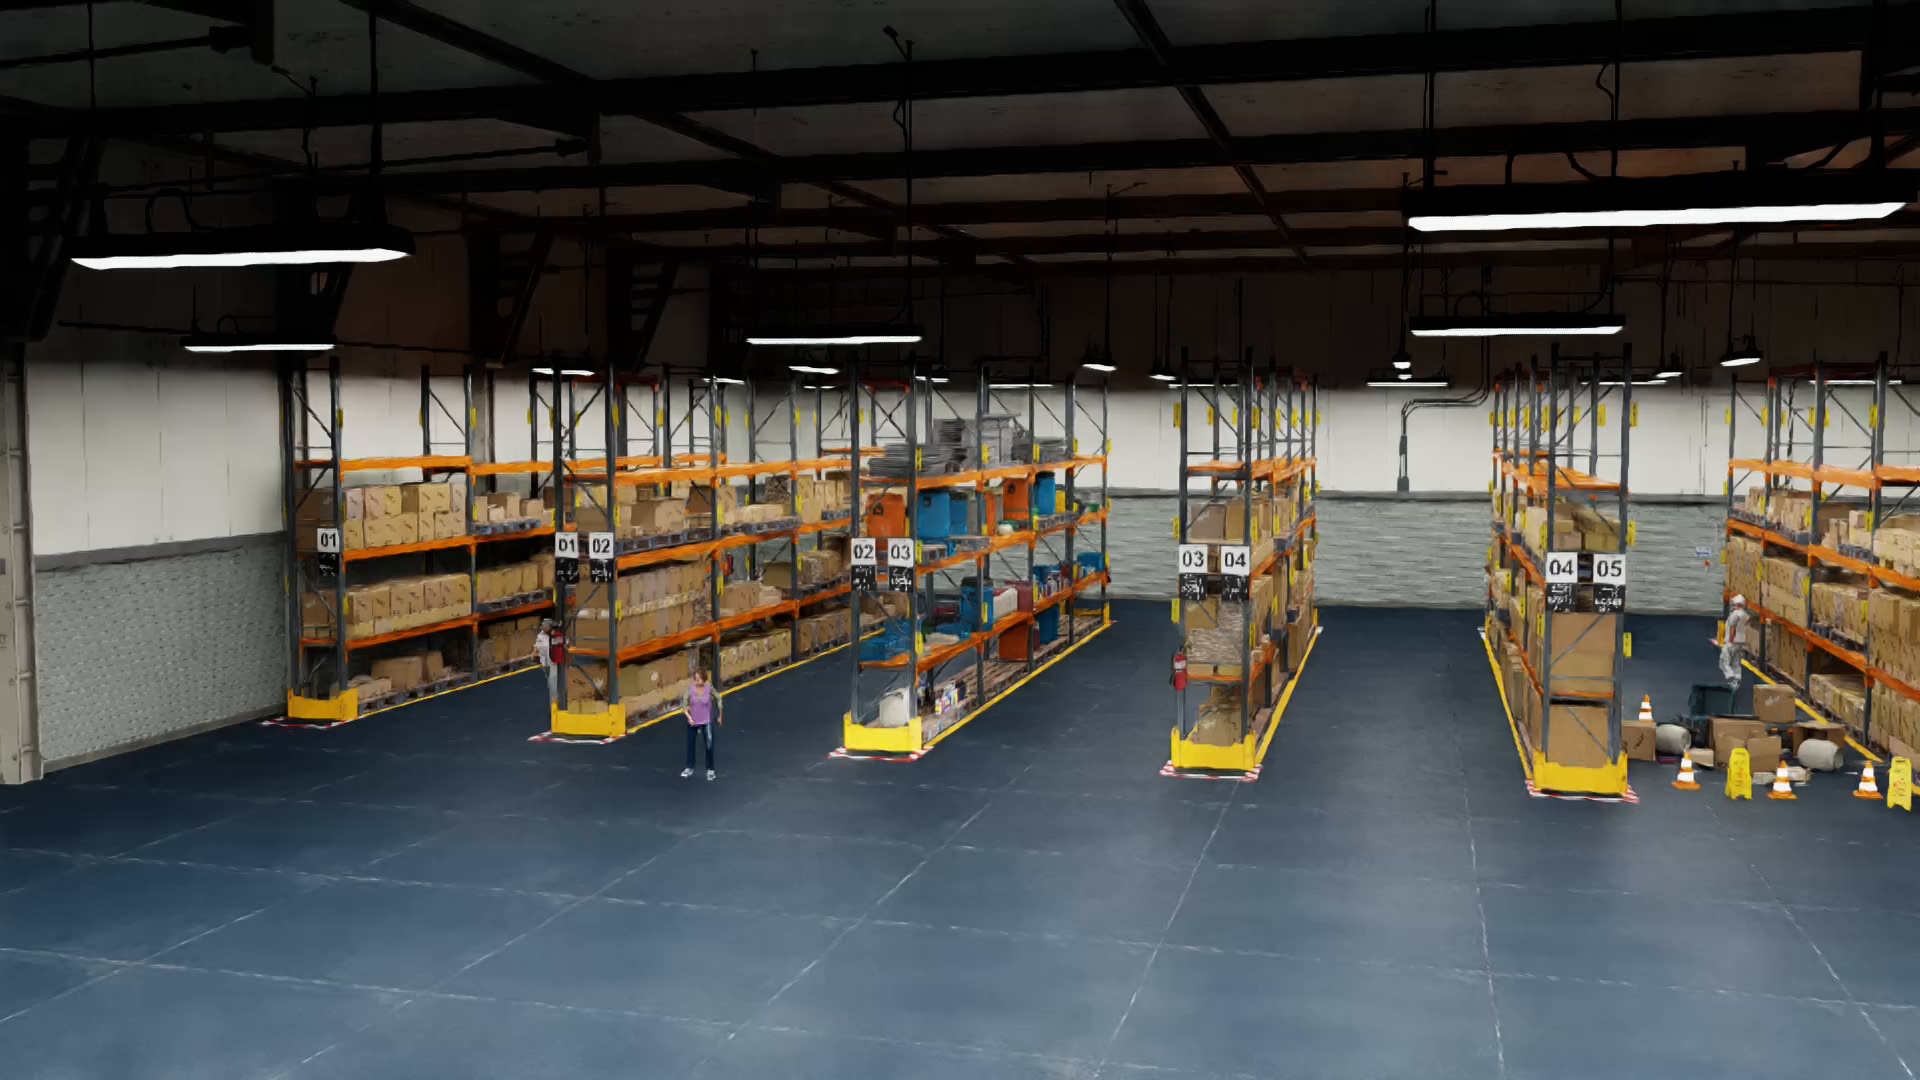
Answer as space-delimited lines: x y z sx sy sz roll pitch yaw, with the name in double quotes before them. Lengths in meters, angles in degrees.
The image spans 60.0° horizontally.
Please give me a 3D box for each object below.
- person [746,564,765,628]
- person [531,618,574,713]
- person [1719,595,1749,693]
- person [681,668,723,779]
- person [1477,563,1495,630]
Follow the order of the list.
"person" -4.601 1.363 38.156 0.660 1.682 0.915 2 5 21
"person" -6.994 2.116 28.495 0.625 1.596 0.816 2 4 20
"person" 14.044 1.888 30.193 0.572 1.786 0.436 -3 5 -38
"person" -3.608 2.536 23.089 0.597 1.548 0.618 0 4 3
"person" 12.524 1.338 39.130 0.605 1.585 0.431 -1 4 -14
